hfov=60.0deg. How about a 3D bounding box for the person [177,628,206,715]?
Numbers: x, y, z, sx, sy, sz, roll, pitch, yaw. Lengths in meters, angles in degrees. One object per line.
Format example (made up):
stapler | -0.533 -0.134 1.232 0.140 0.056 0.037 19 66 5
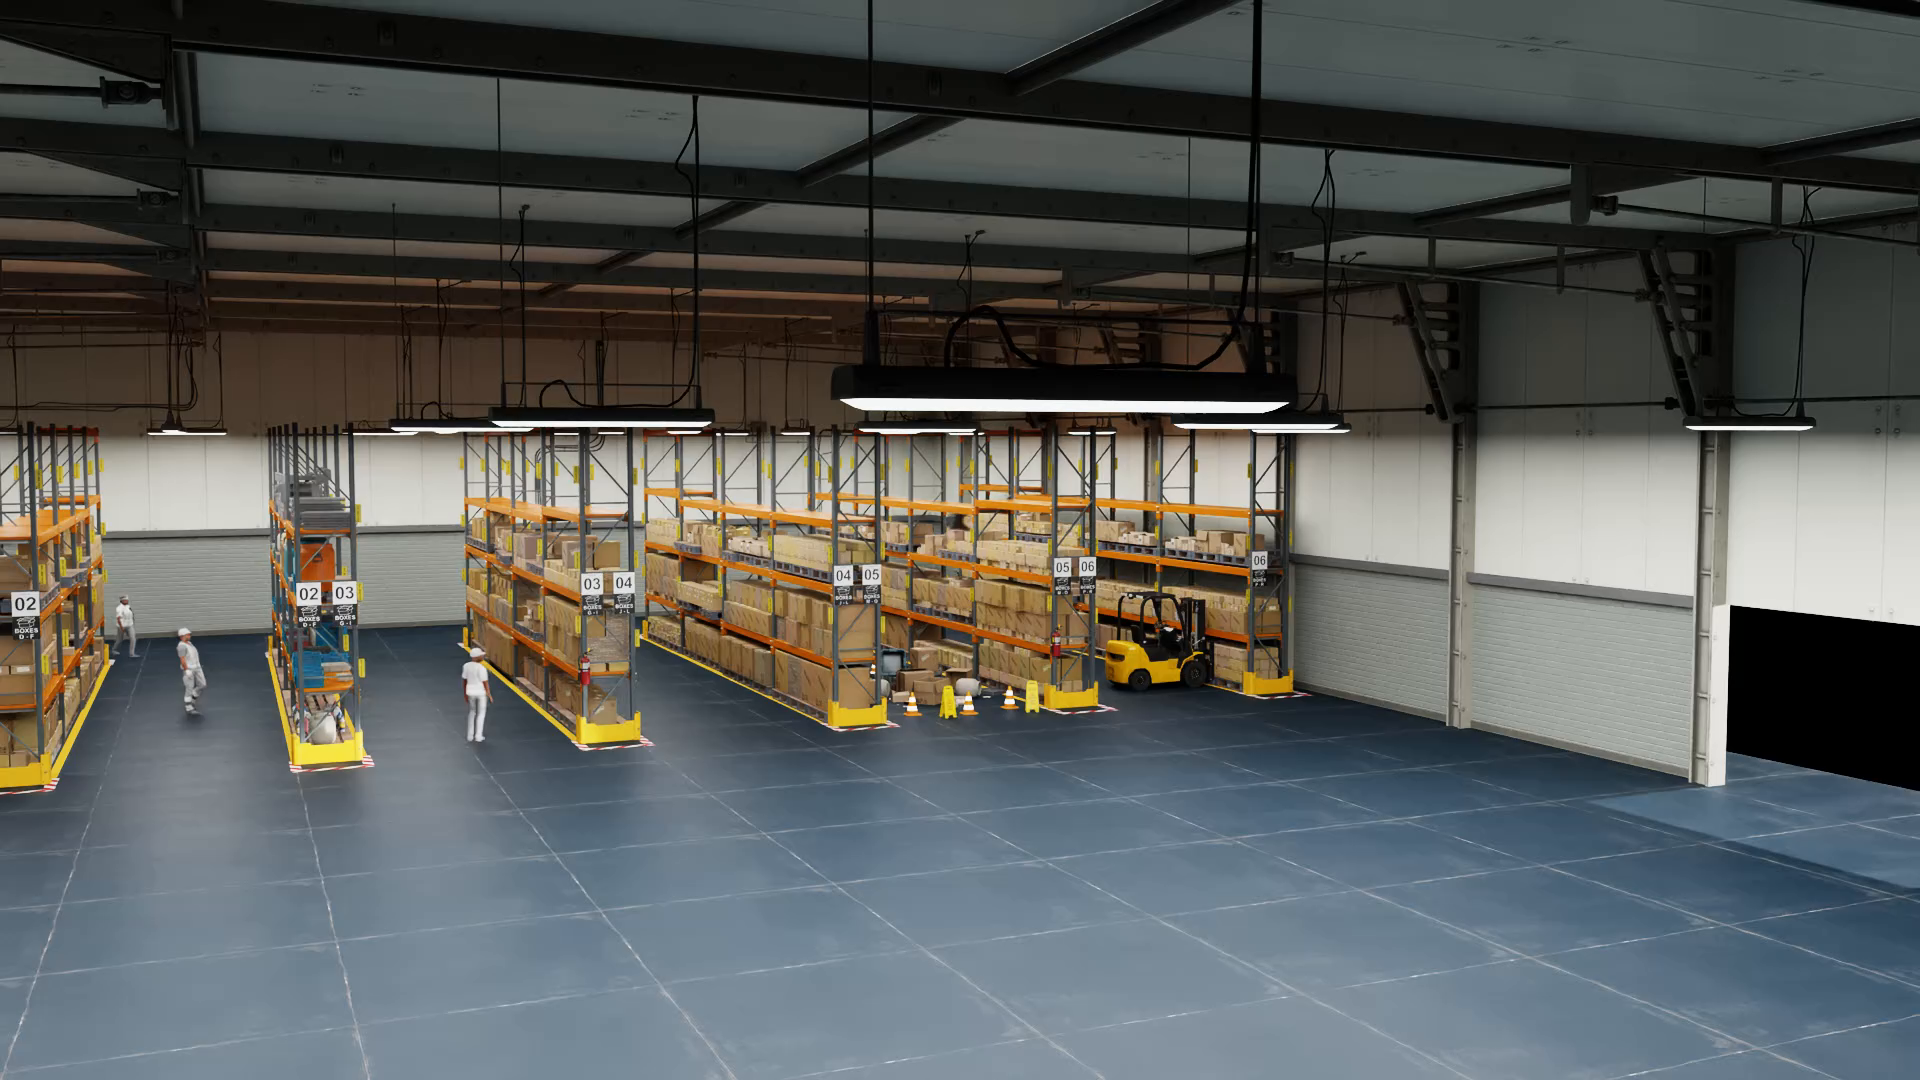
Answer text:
person | -16.010 2.716 34.664 0.530 1.783 0.663 1 4 13

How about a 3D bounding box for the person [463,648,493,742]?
person | -9.094 2.913 31.354 0.591 1.775 0.467 0 4 7

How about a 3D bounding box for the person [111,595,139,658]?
person | -21.809 2.246 43.386 0.907 1.638 0.450 2 4 35
